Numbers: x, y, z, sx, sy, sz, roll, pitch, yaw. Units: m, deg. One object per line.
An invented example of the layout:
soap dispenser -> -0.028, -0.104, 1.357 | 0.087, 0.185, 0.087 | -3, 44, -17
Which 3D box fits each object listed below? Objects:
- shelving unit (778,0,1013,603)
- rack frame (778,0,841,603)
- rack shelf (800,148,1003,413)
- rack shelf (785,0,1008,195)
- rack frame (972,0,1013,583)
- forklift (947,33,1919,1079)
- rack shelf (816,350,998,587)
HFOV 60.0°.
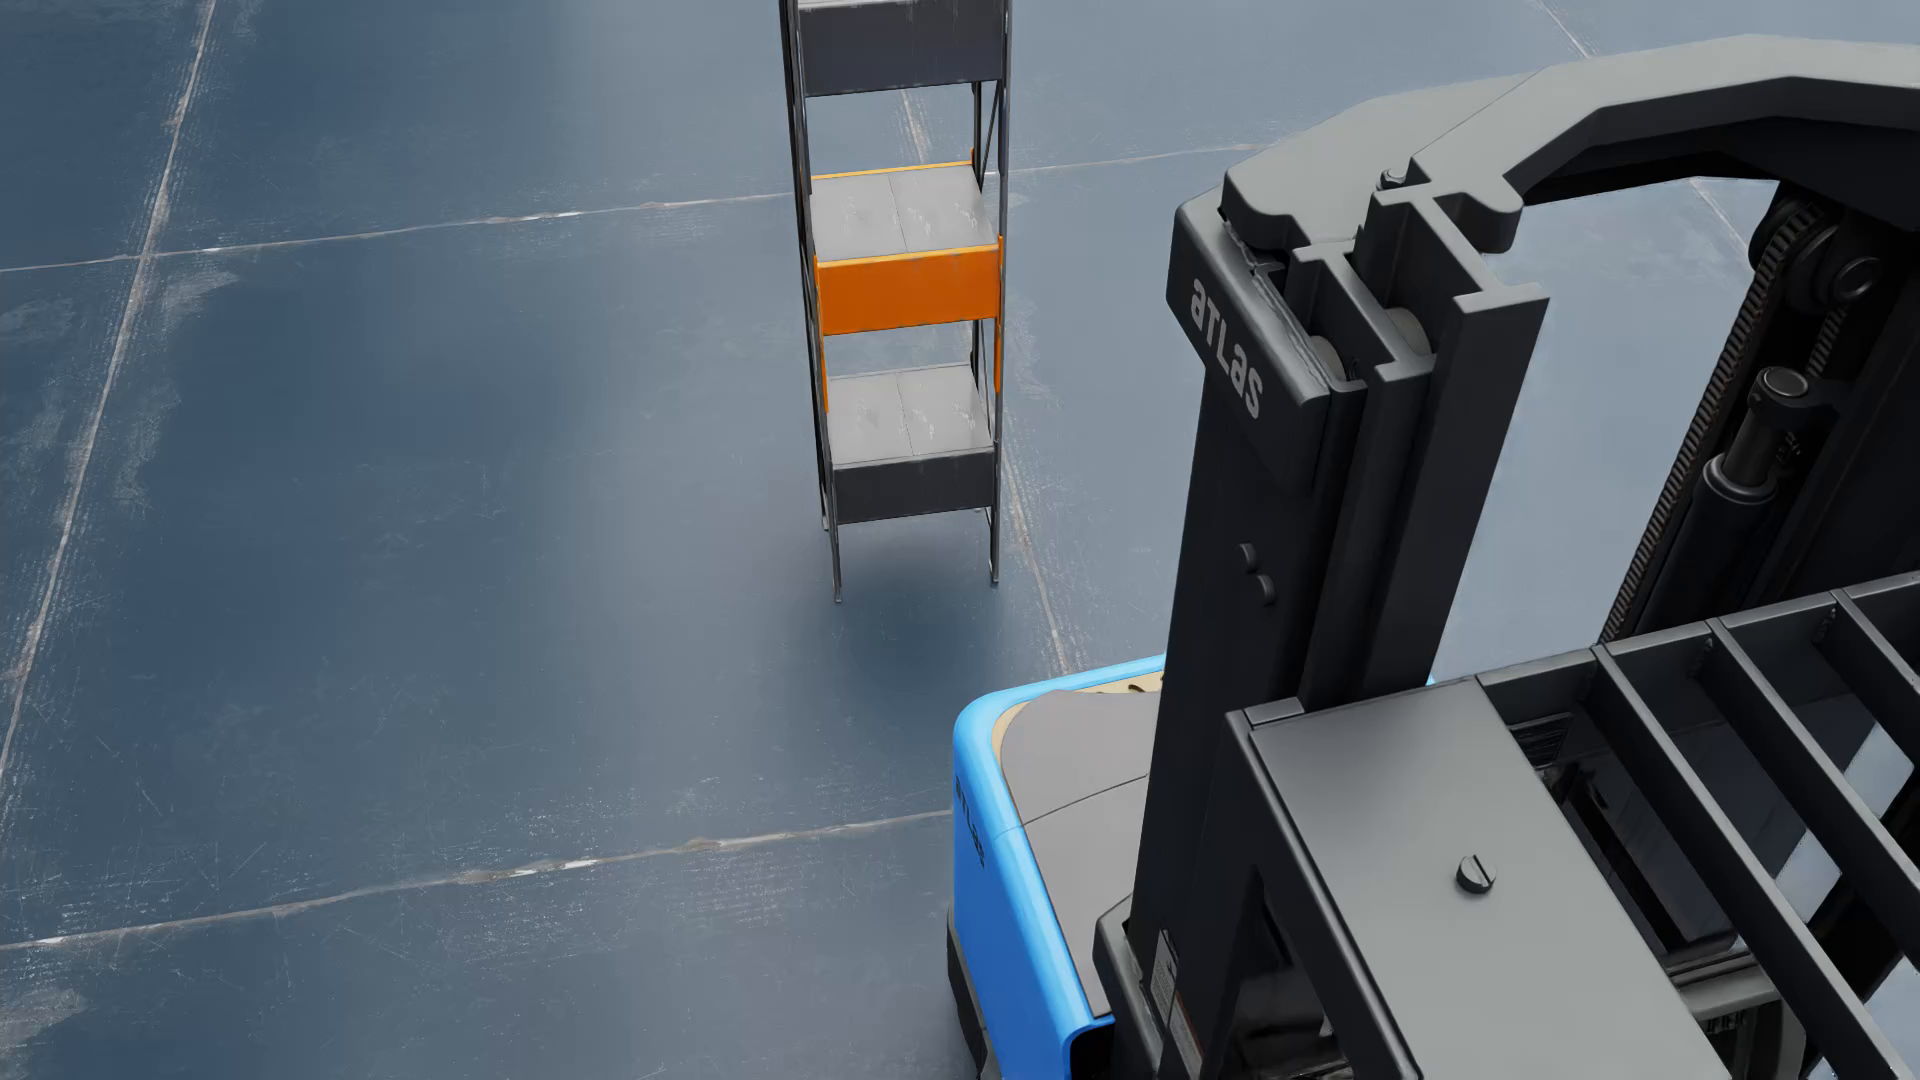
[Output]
shelving unit -> -0.163, -0.708, 4.474 | 0.503, 2.100, 0.431 | -7, 46, -7
rack frame -> -0.404, -0.678, 4.445 | 0.015, 2.100, 0.400 | -7, 46, -7
rack shelf -> -0.163, -0.699, 4.484 | 0.480, 0.518, 0.431 | -7, 46, -7
rack shelf -> -0.163, -1.184, 3.980 | 0.480, 0.518, 0.431 | -7, 46, -7
rack frame -> 0.077, -0.738, 4.503 | 0.015, 2.100, 0.400 | -7, 46, -7
forklift -> 0.864, 0.987, 2.264 | 1.130, 2.935, 3.031 | -12, 47, -11
rack shelf -> -0.163, -0.213, 4.988 | 0.480, 0.518, 0.431 | -7, 46, -7
